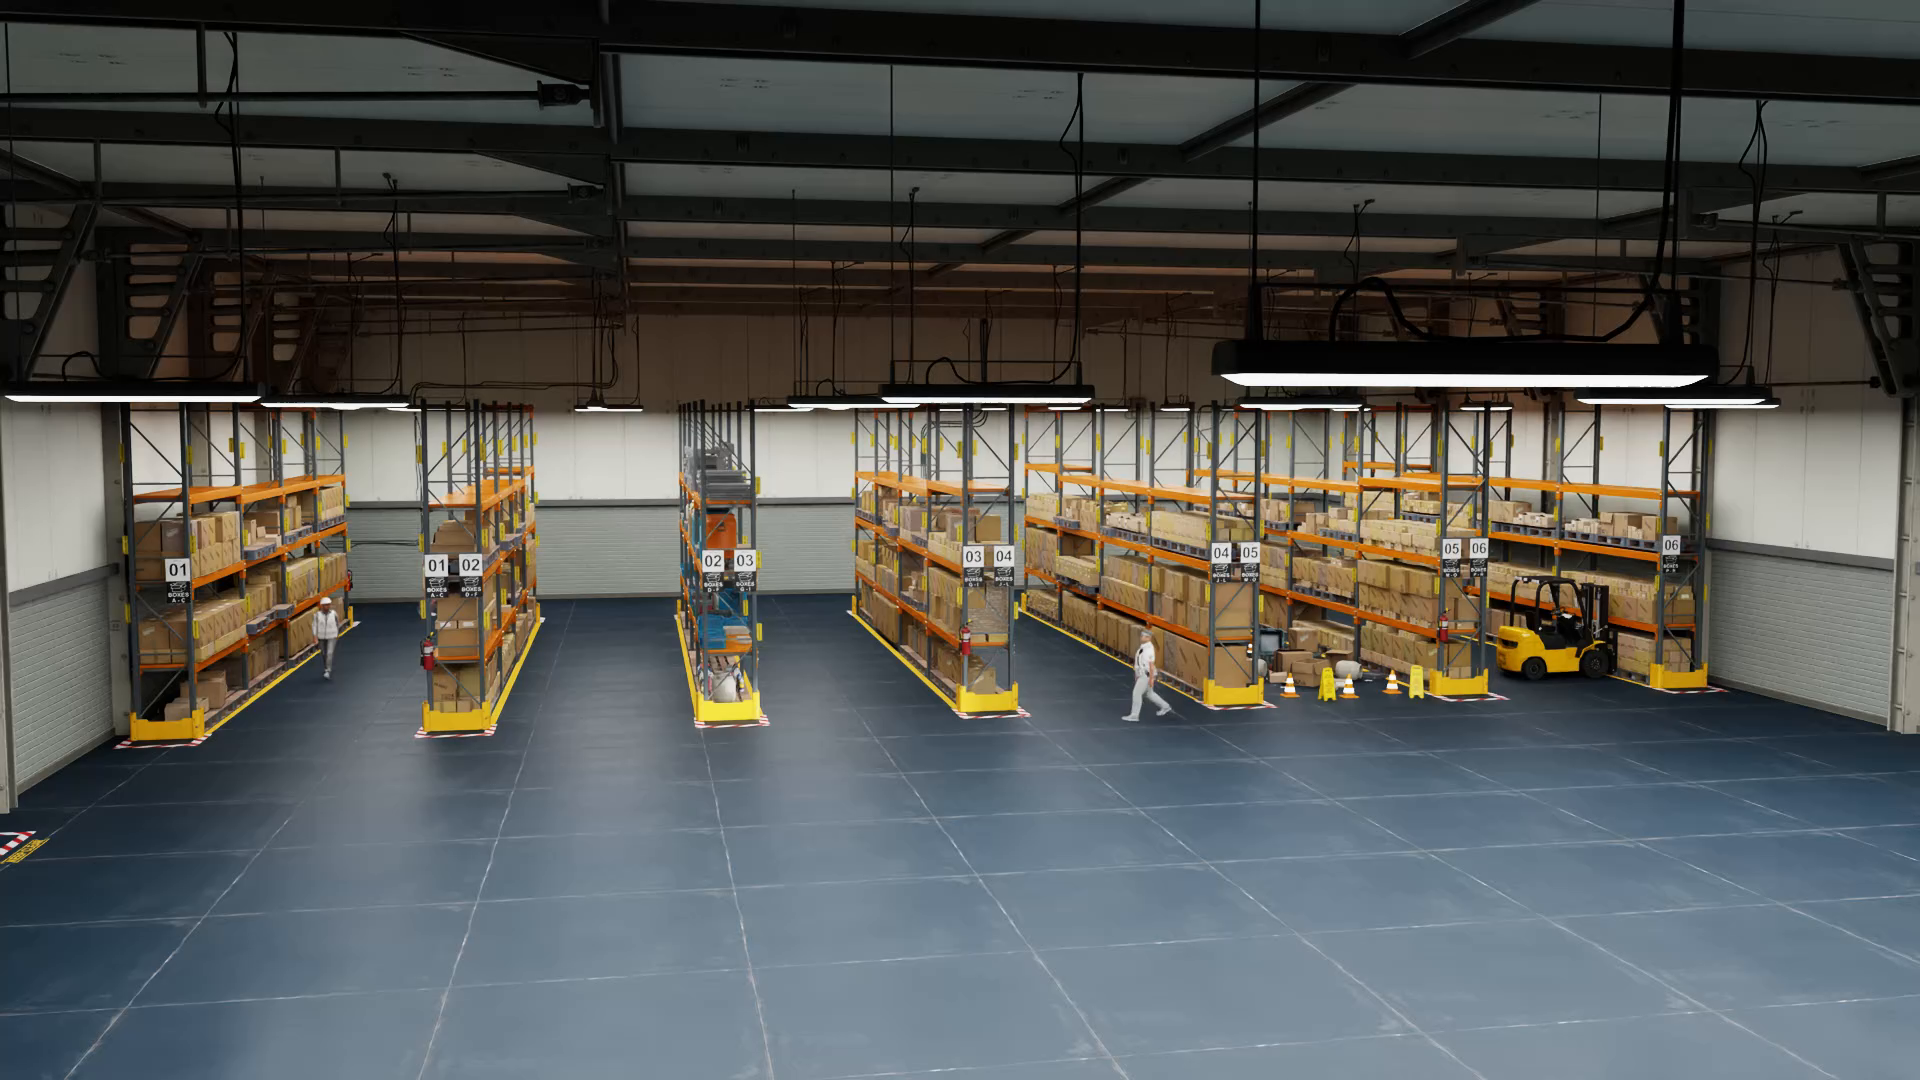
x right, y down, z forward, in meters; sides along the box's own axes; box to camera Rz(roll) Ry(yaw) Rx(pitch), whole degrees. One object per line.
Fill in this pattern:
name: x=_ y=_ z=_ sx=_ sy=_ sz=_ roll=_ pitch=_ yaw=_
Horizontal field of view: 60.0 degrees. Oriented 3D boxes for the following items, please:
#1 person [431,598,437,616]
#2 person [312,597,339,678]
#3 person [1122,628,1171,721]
person: x=-14.956 y=1.324 z=47.076 sx=0.419 sy=1.670 sz=0.476 roll=-1 pitch=4 yaw=-7
person: x=-13.843 y=2.110 z=36.254 sx=0.520 sy=1.712 sz=1.069 roll=-1 pitch=4 yaw=-8
person: x=3.499 y=2.504 z=31.047 sx=1.019 sy=1.733 sz=0.538 roll=-1 pitch=4 yaw=-10
